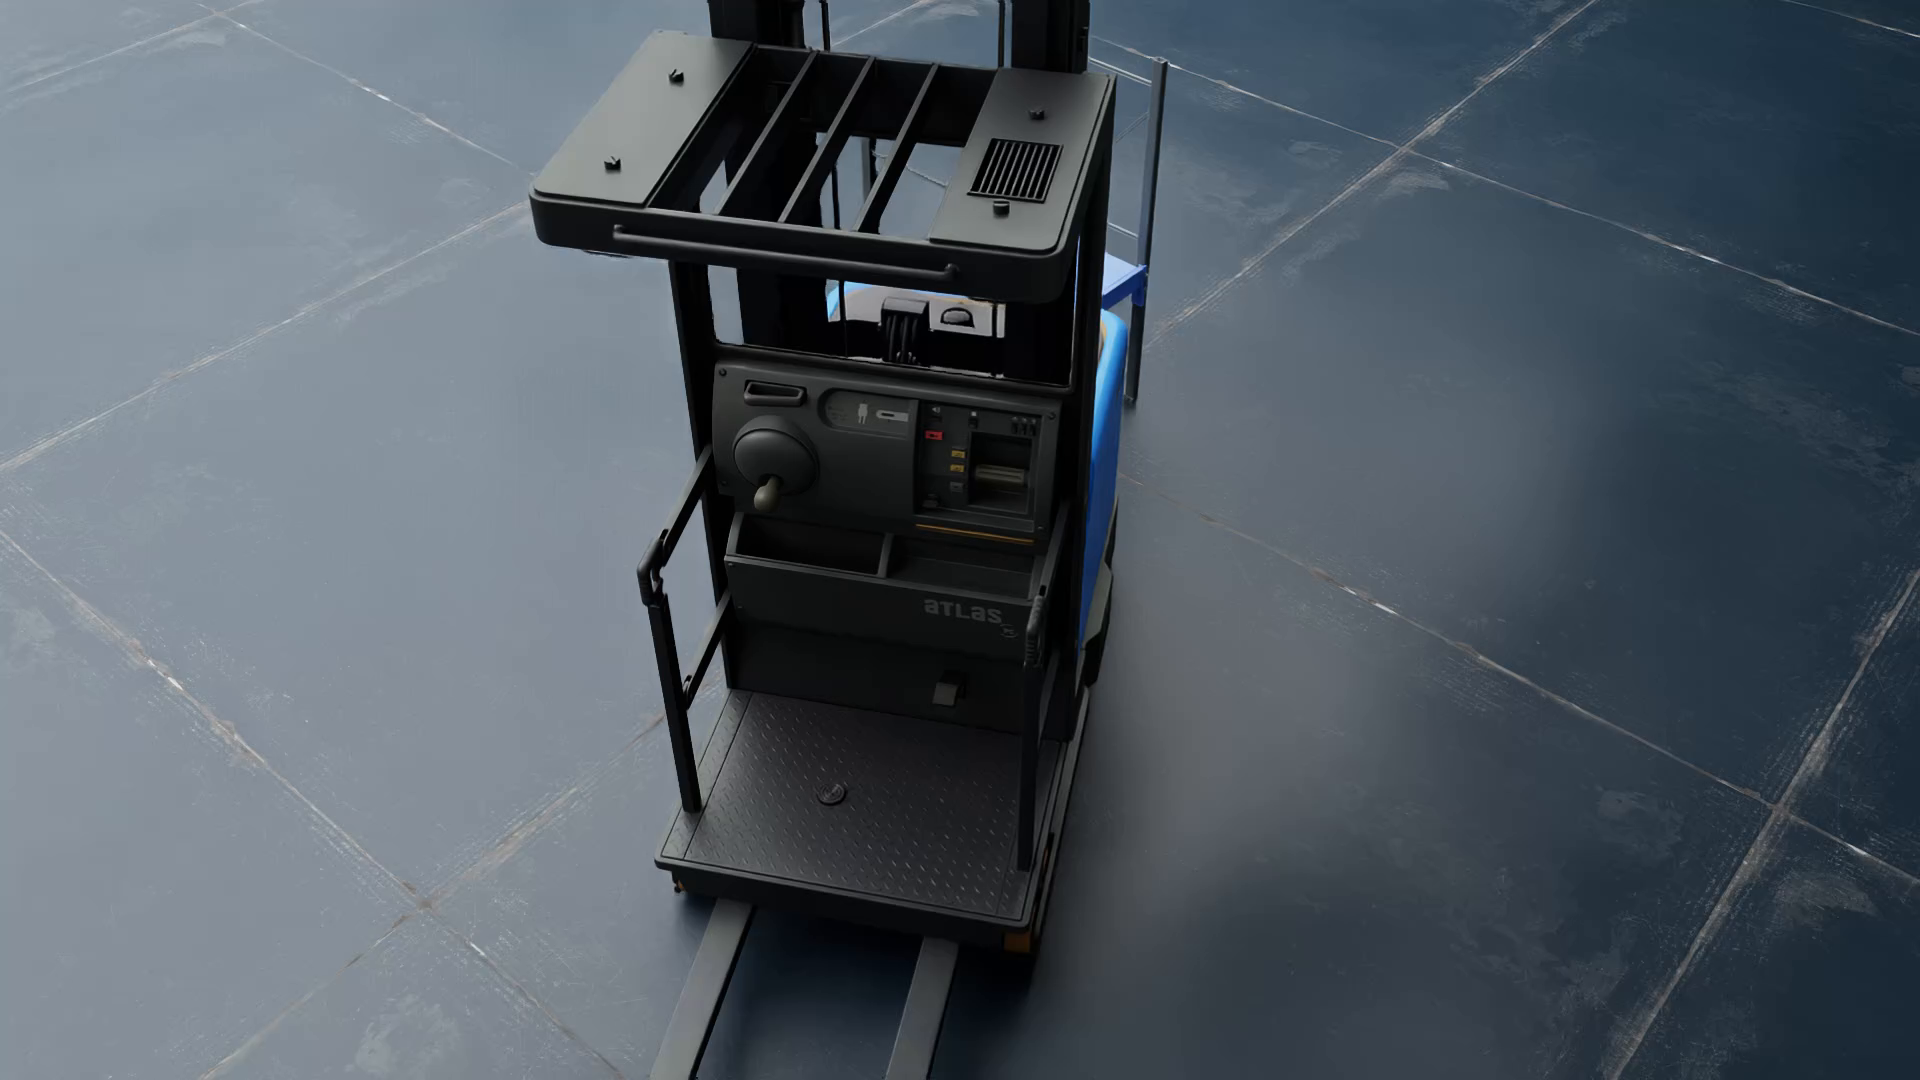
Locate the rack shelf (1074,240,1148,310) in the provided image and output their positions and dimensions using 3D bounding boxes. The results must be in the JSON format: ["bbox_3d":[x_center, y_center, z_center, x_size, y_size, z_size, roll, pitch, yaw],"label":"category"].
[{"bbox_3d":[0.201,-0.862,6.350,0.538,0.185,1.000,31,51,30],"label":"rack shelf"}]

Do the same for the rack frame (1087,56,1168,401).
[{"bbox_3d":[0.540,-1.249,6.509,0.500,1.500,0.032,31,51,30],"label":"rack frame"}]

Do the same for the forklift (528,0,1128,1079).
[{"bbox_3d":[-0.245,-0.147,4.233,1.130,2.935,3.031,8,43,9],"label":"forklift"}]

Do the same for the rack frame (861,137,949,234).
[{"bbox_3d":[-0.139,-0.740,5.949,0.500,1.500,0.032,31,51,30],"label":"rack frame"}]

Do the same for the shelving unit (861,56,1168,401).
[{"bbox_3d":[0.201,-0.995,6.229,0.538,1.500,1.048,31,51,30],"label":"shelving unit"}]
